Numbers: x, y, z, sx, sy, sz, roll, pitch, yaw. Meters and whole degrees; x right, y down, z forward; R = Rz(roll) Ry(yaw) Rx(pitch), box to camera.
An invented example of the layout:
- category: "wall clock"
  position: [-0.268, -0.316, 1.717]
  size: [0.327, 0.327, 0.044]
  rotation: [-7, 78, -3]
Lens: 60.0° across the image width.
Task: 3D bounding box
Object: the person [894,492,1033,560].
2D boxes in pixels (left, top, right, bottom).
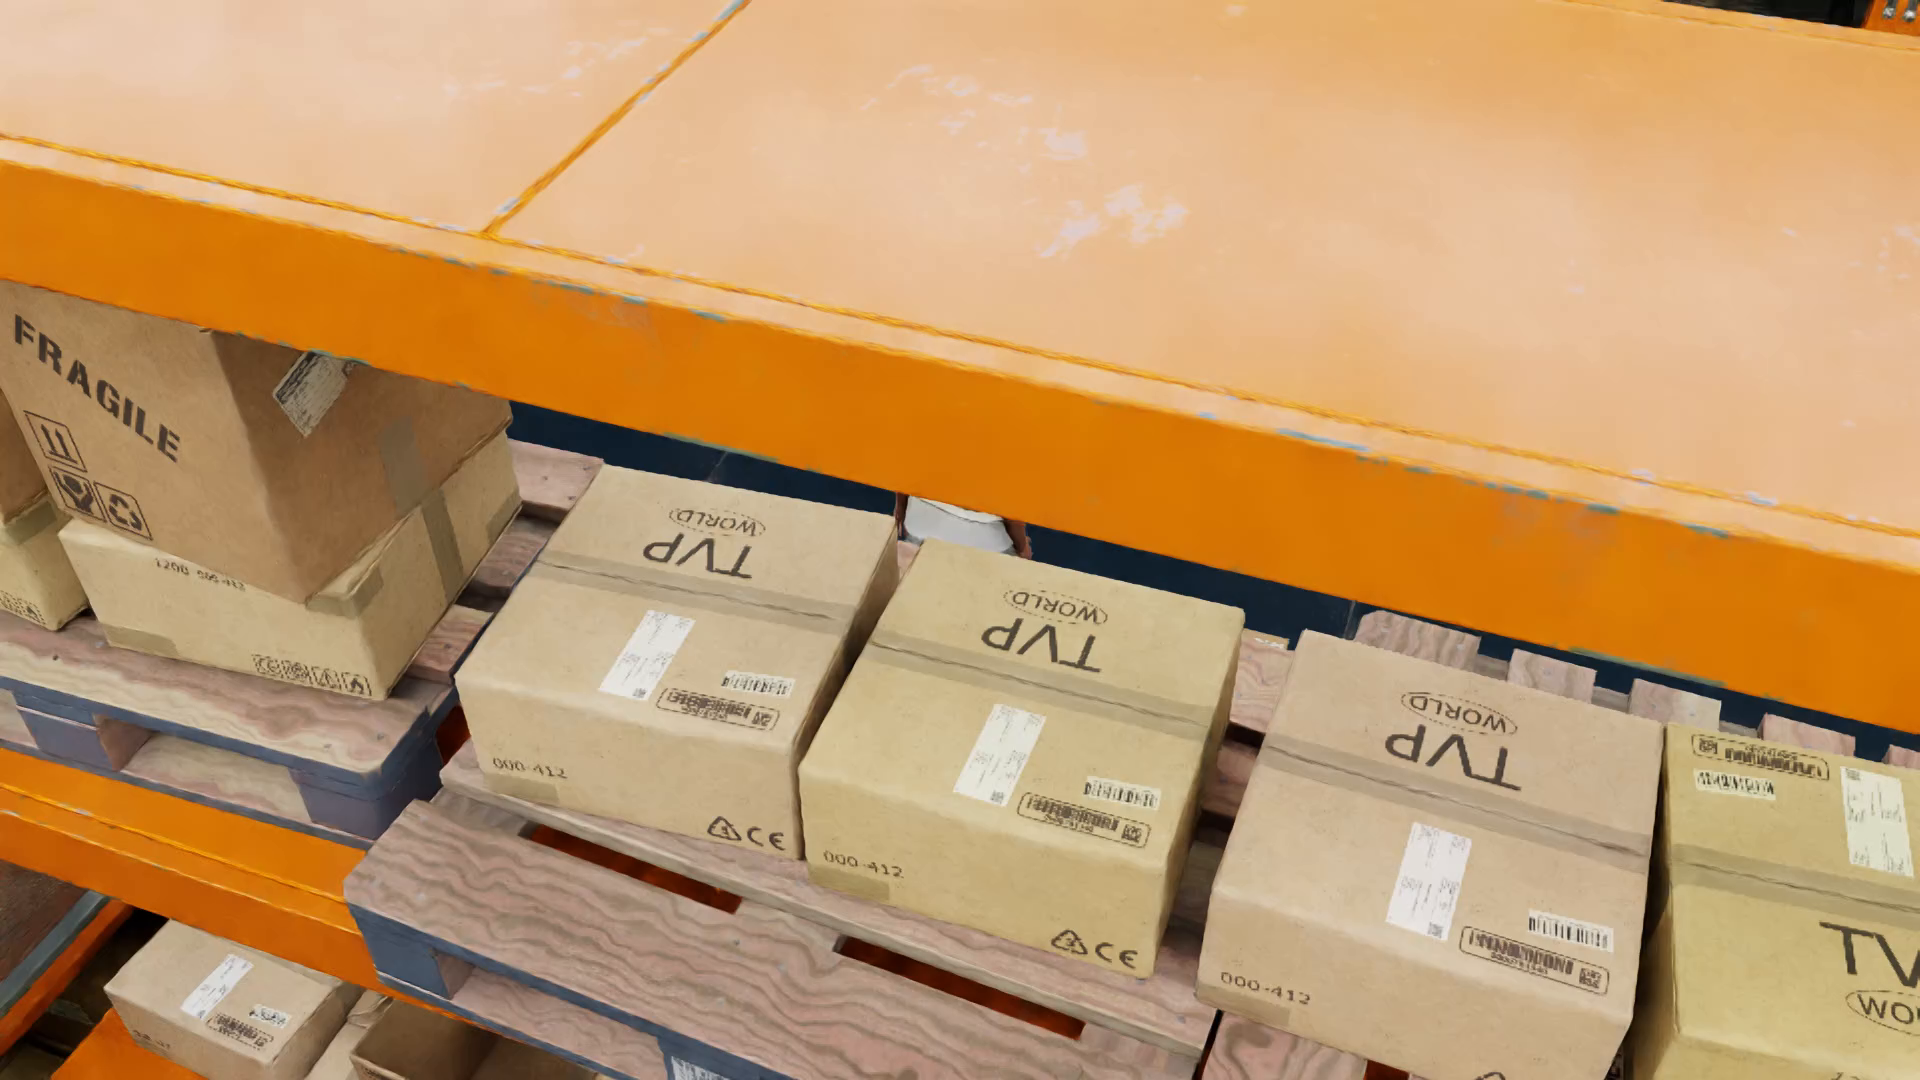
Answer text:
- category: "person"
  position: [-0.006, -0.054, 6.230]
  size: [0.618, 1.752, 0.623]
  rotation: [25, 47, 26]
